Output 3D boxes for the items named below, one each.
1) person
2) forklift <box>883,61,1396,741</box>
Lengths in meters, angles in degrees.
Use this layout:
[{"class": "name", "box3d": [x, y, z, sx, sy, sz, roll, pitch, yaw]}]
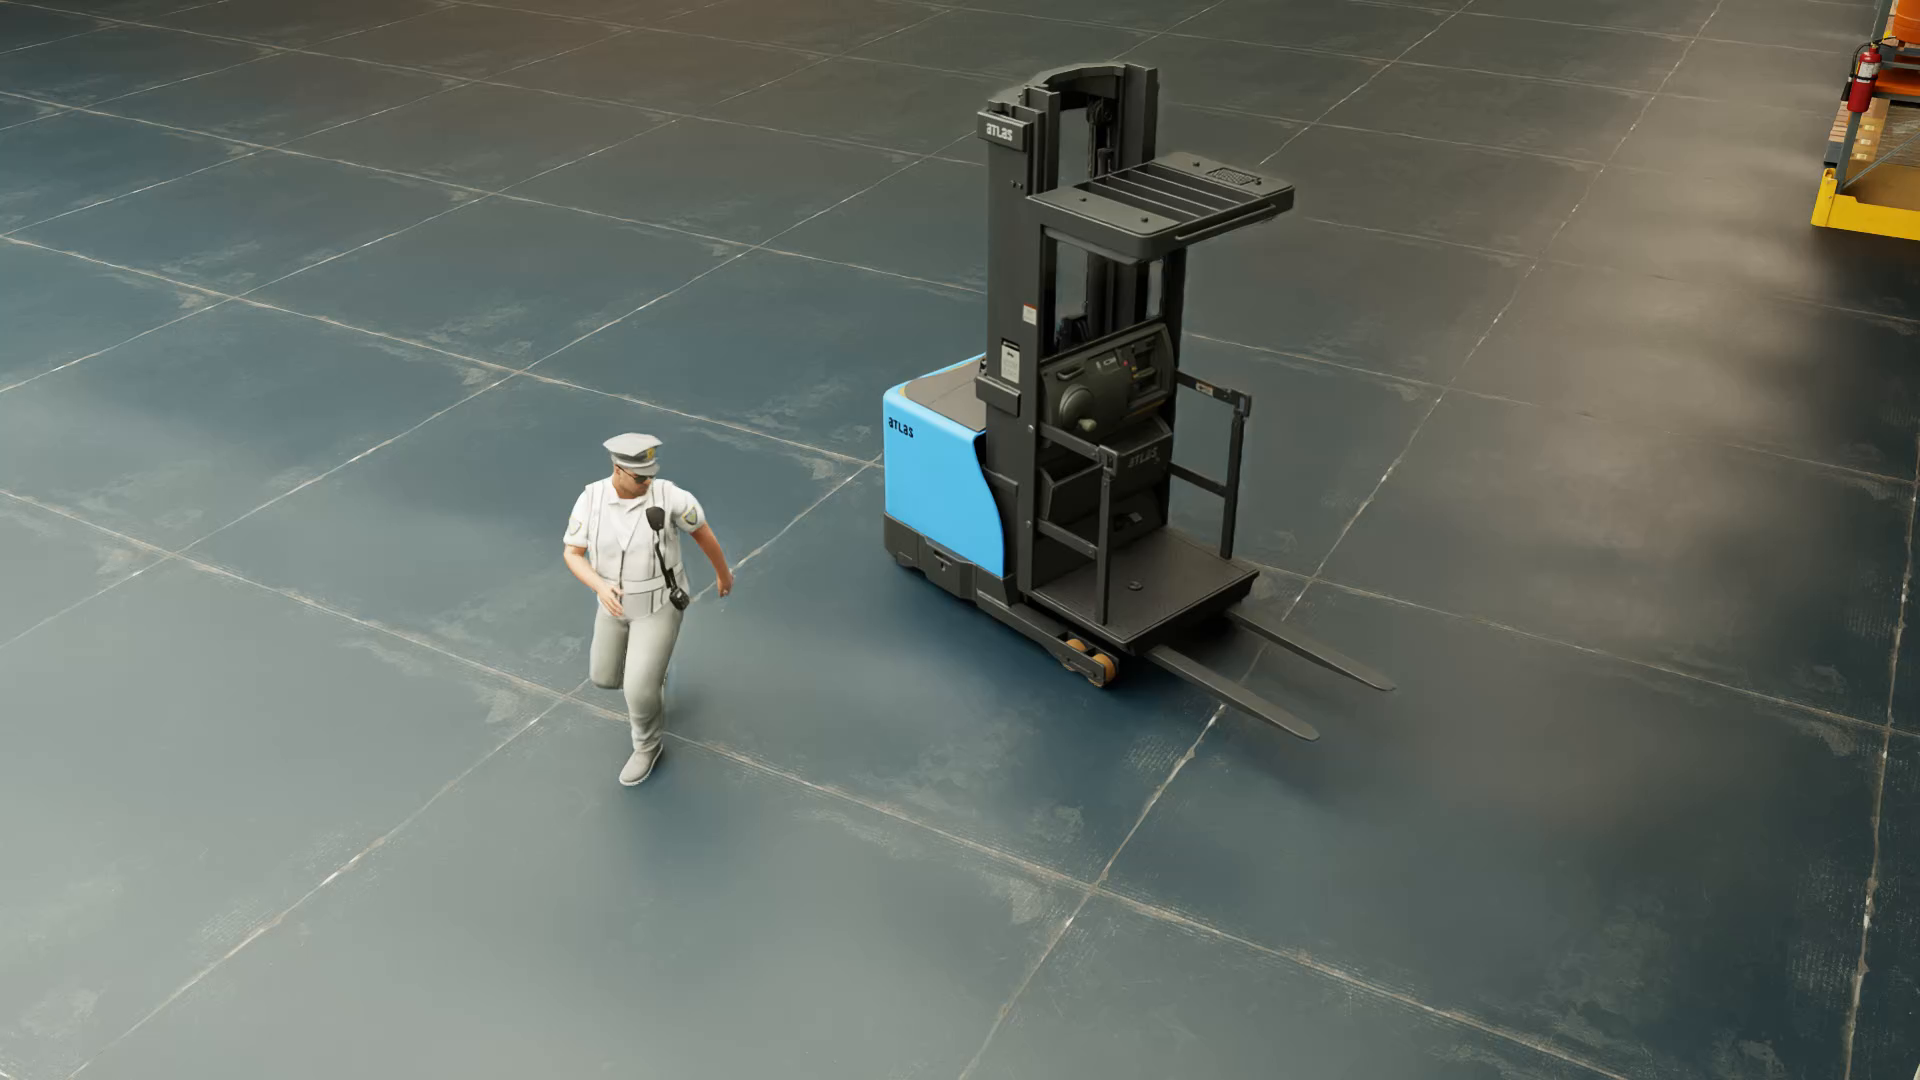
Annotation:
[{"class": "person", "box3d": [-1.501, 0.273, 7.876, 0.628, 1.678, 0.779, 10, 32, 17]}, {"class": "forklift", "box3d": [0.912, -0.795, 8.447, 1.130, 2.935, 3.031, -24, 38, -36]}]
